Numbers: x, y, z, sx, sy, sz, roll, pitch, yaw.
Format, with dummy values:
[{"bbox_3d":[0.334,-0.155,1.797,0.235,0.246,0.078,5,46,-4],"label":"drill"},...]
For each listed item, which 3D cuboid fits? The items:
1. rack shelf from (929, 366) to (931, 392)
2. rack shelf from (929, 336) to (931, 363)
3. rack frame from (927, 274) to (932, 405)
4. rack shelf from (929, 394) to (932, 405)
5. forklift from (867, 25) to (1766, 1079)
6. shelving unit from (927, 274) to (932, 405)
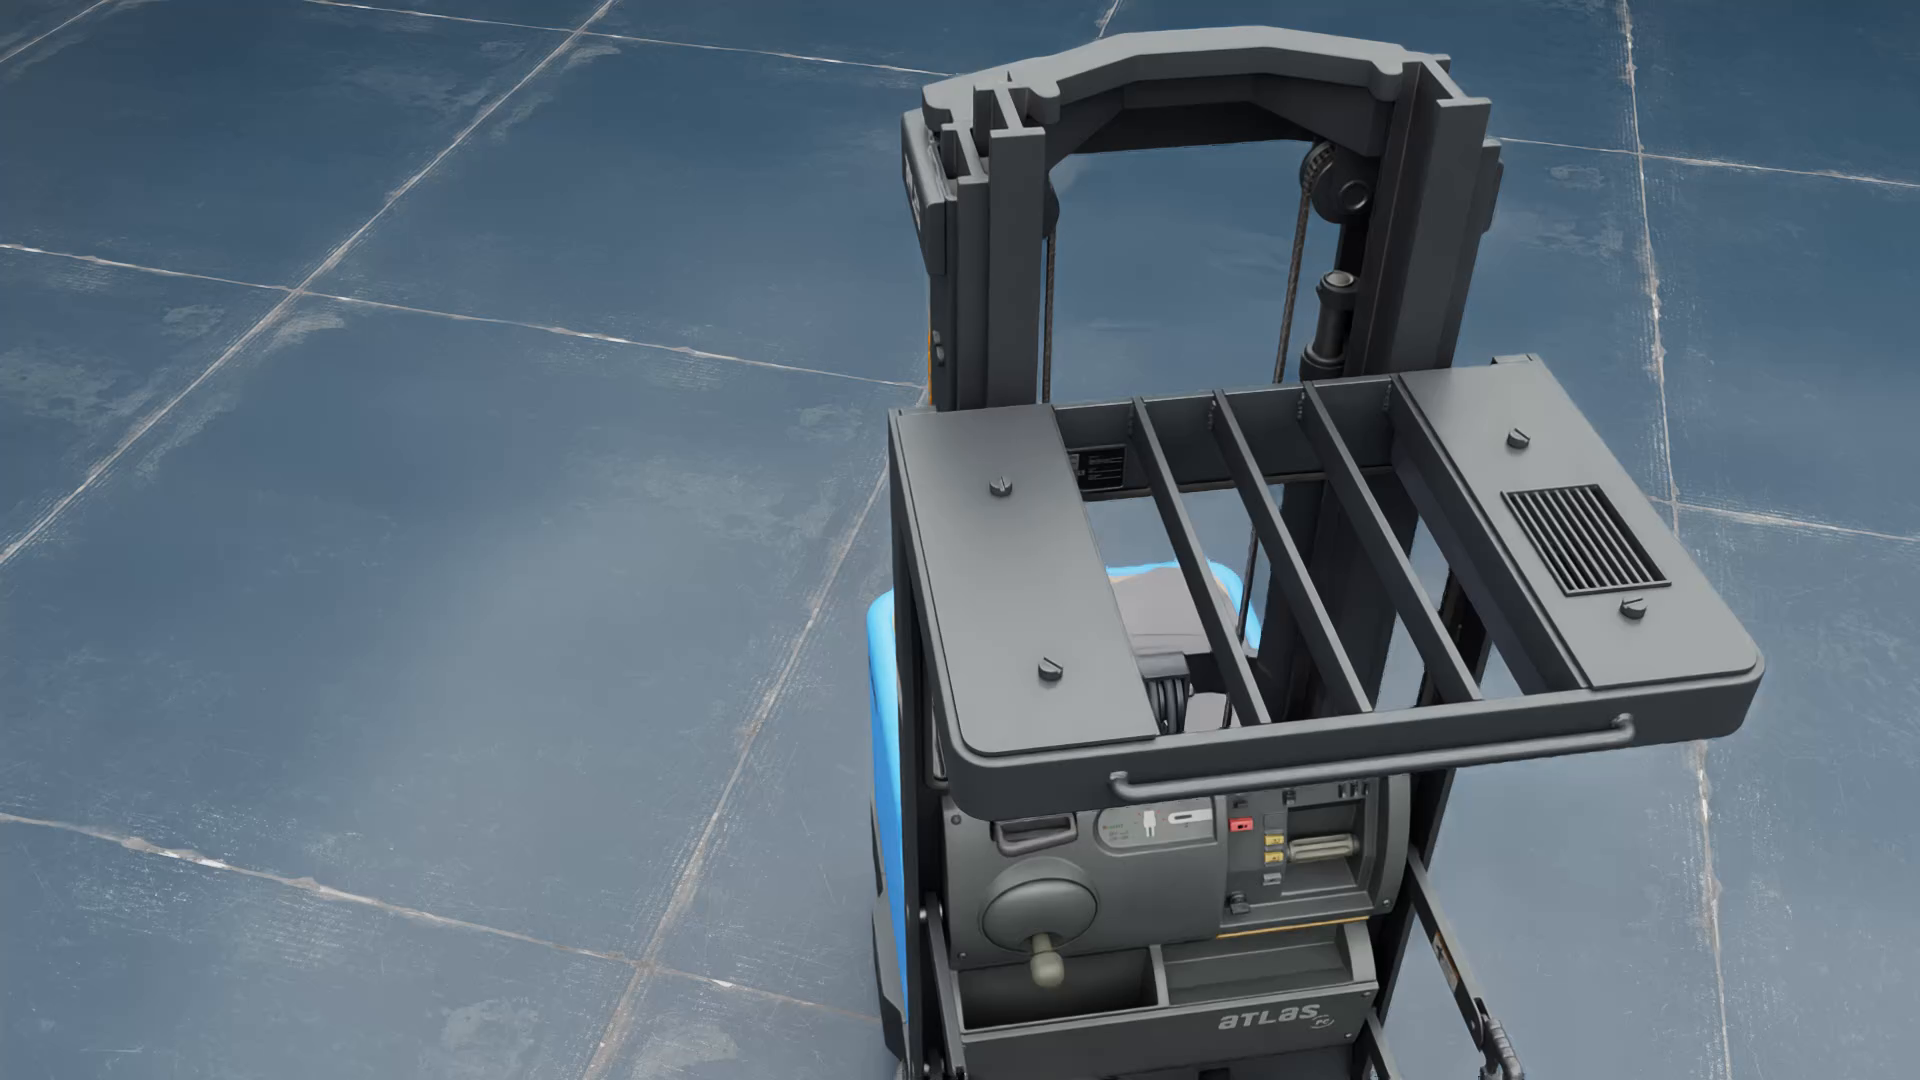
[{"bbox_3d":[0.014,-0.607,5.735,0.180,0.103,0.258,10,41,11],"label":"rack shelf"},{"bbox_3d":[0.014,-0.699,5.658,0.180,0.103,0.258,10,41,11],"label":"rack shelf"},{"bbox_3d":[-0.074,-0.472,5.879,0.006,1.200,0.240,10,41,11],"label":"rack frame"},{"bbox_3d":[0.014,-0.515,5.813,0.180,0.103,0.258,10,41,11],"label":"rack shelf"},{"bbox_3d":[0.466,0.722,3.111,1.130,2.935,3.031,-6,40,-7],"label":"forklift"},{"bbox_3d":[0.014,-0.457,5.861,0.189,1.200,0.258,10,41,11],"label":"shelving unit"}]
